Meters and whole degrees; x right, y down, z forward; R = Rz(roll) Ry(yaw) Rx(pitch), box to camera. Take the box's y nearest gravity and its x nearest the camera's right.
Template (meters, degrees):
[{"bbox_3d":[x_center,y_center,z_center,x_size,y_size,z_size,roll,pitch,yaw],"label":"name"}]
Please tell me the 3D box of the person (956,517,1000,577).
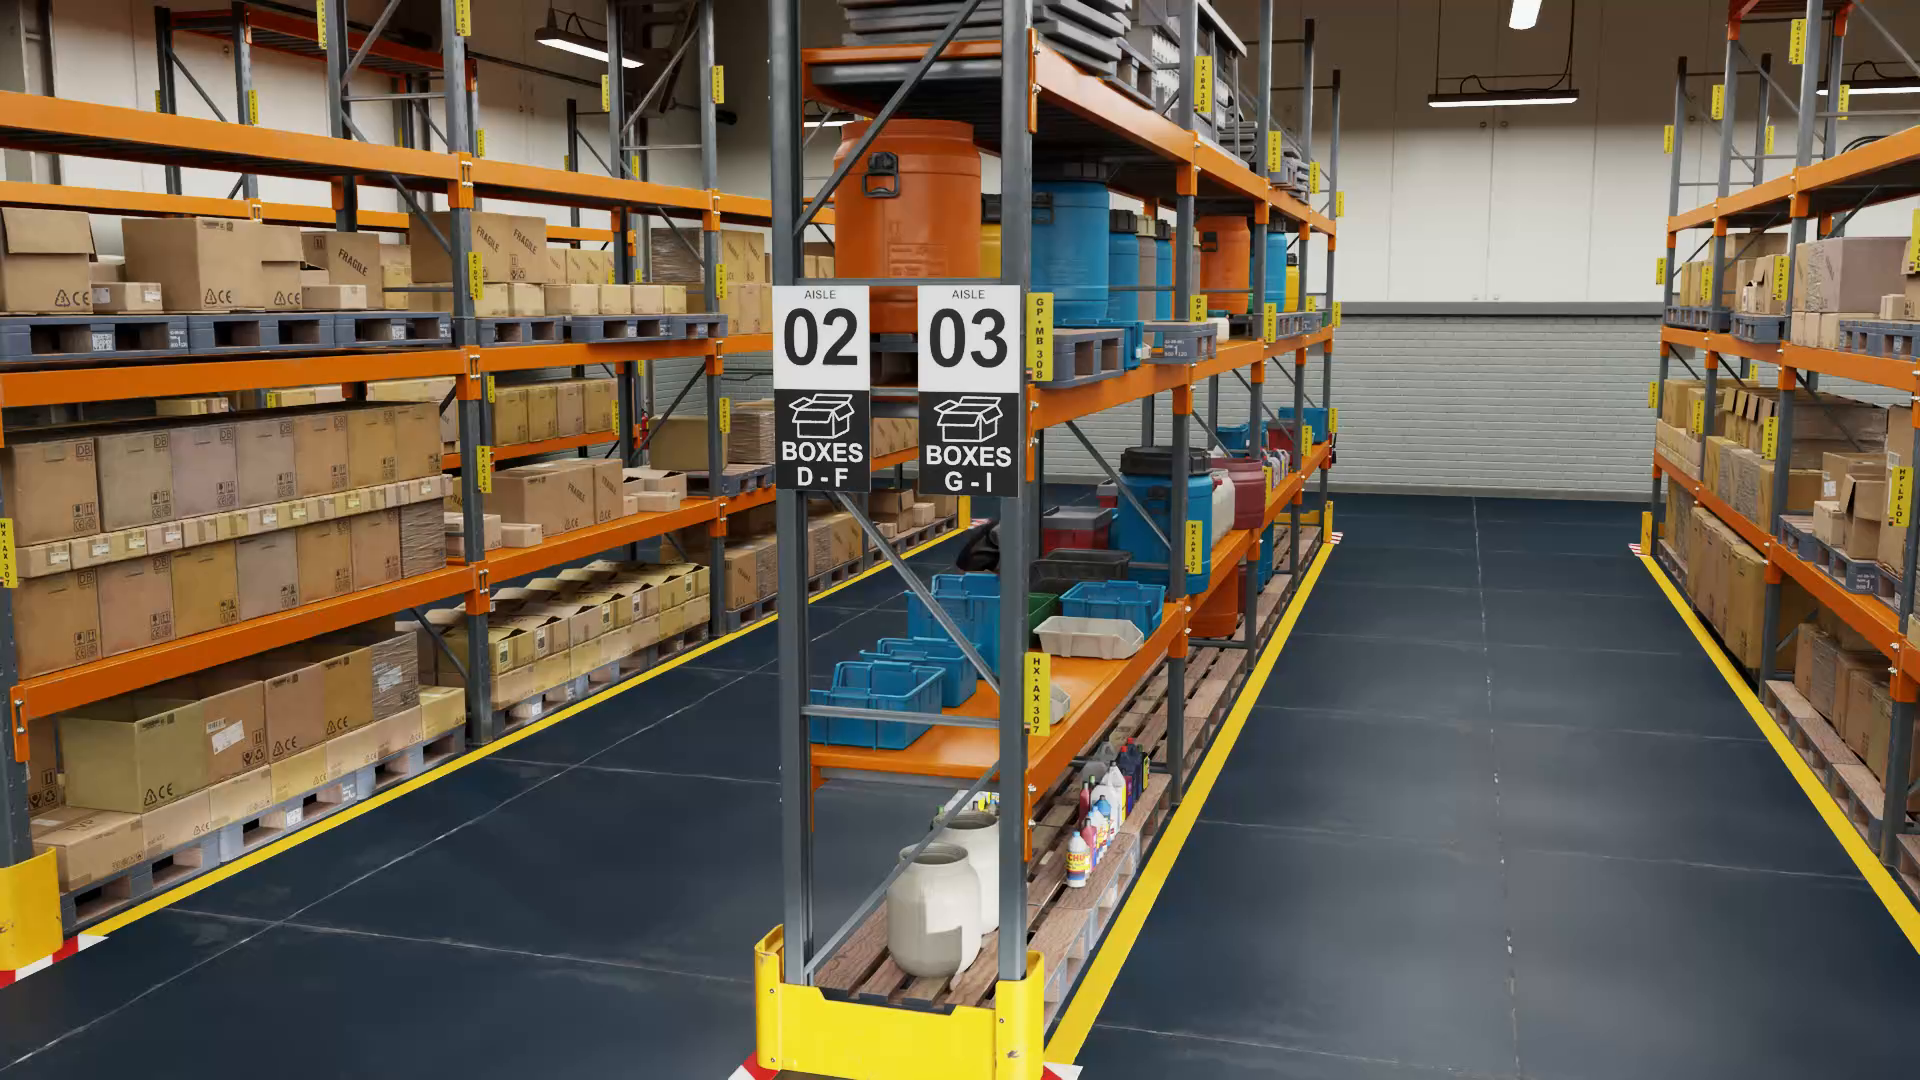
[{"bbox_3d":[0.365,0.301,15.389,0.767,1.283,0.588,2,9,16],"label":"person"}]
